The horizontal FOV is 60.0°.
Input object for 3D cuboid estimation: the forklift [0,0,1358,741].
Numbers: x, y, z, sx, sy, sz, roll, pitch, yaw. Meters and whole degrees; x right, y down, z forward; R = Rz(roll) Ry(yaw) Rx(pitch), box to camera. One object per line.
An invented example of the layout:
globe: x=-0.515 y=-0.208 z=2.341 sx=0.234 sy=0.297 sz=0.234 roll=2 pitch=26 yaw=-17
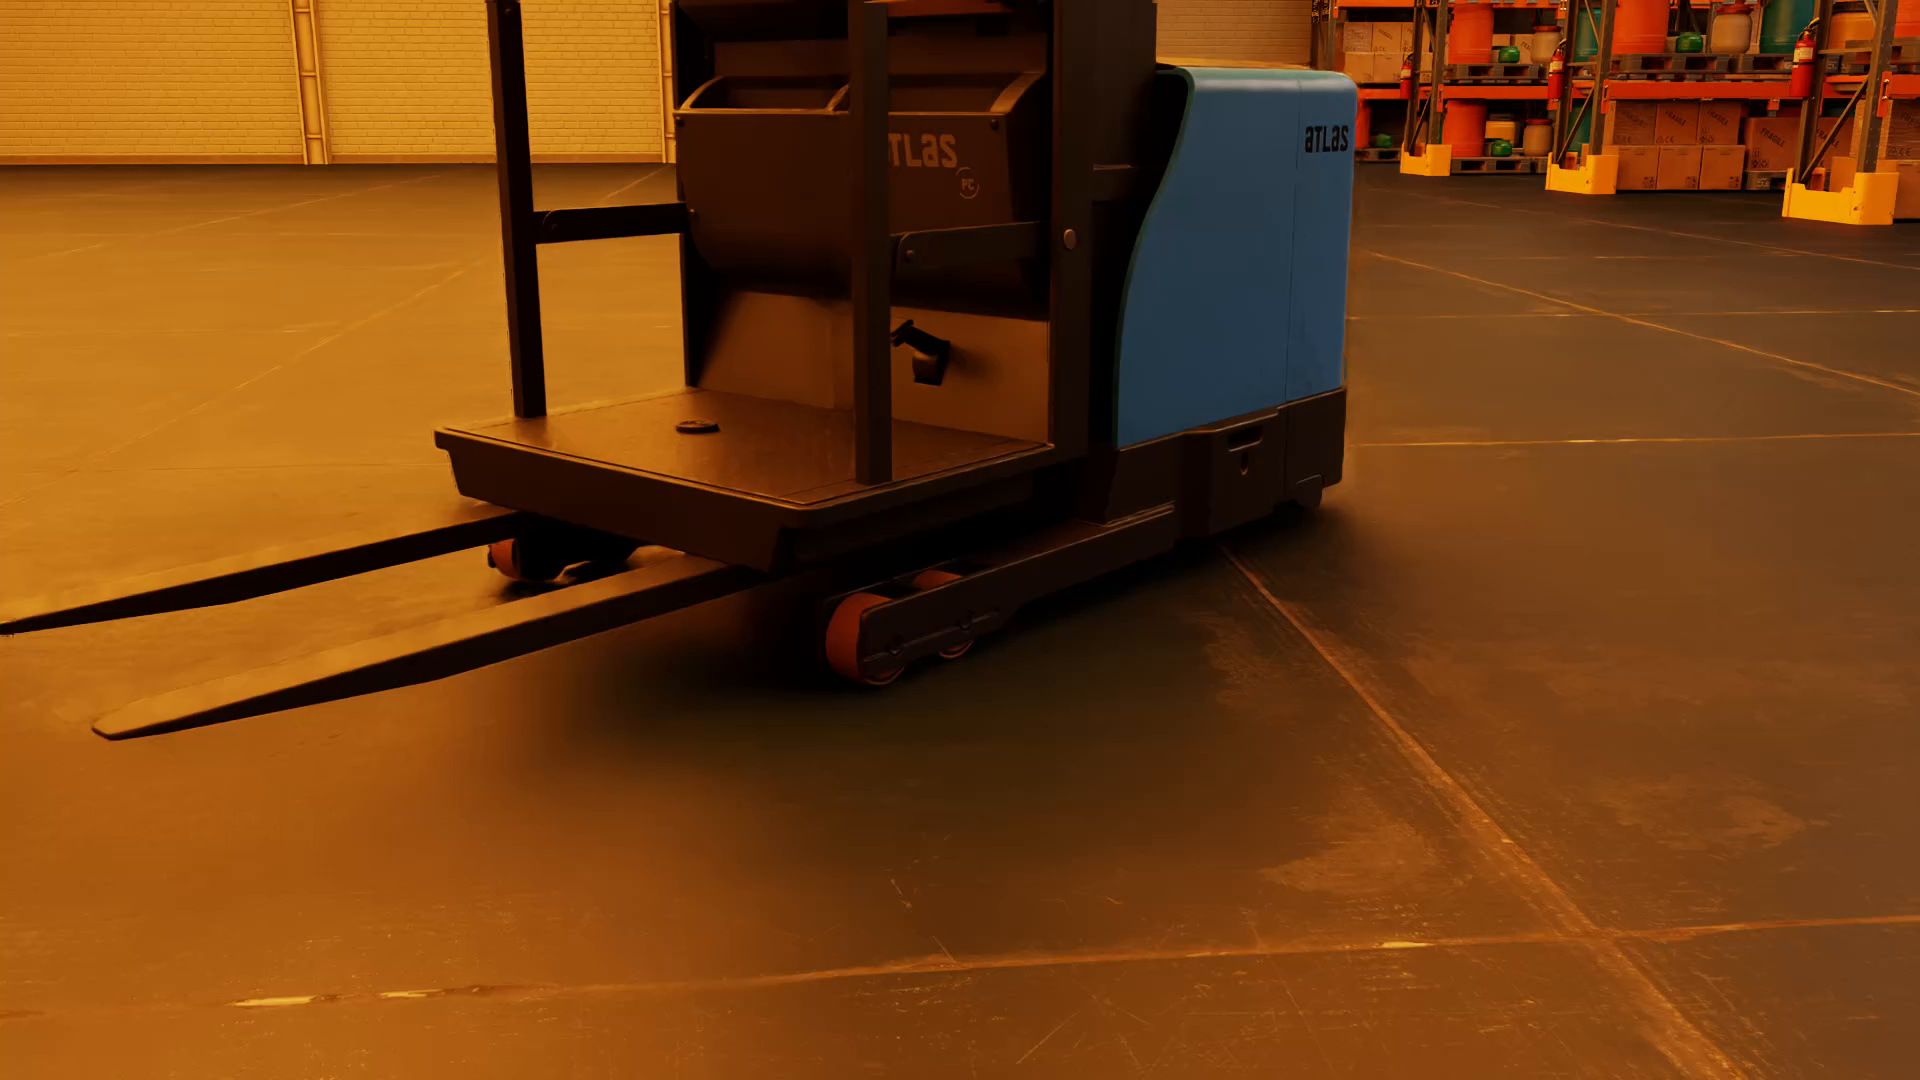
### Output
forklift: x=-0.359 y=-1.301 z=3.120 sx=1.130 sy=2.935 sz=3.031 roll=12 pitch=19 yaw=38
